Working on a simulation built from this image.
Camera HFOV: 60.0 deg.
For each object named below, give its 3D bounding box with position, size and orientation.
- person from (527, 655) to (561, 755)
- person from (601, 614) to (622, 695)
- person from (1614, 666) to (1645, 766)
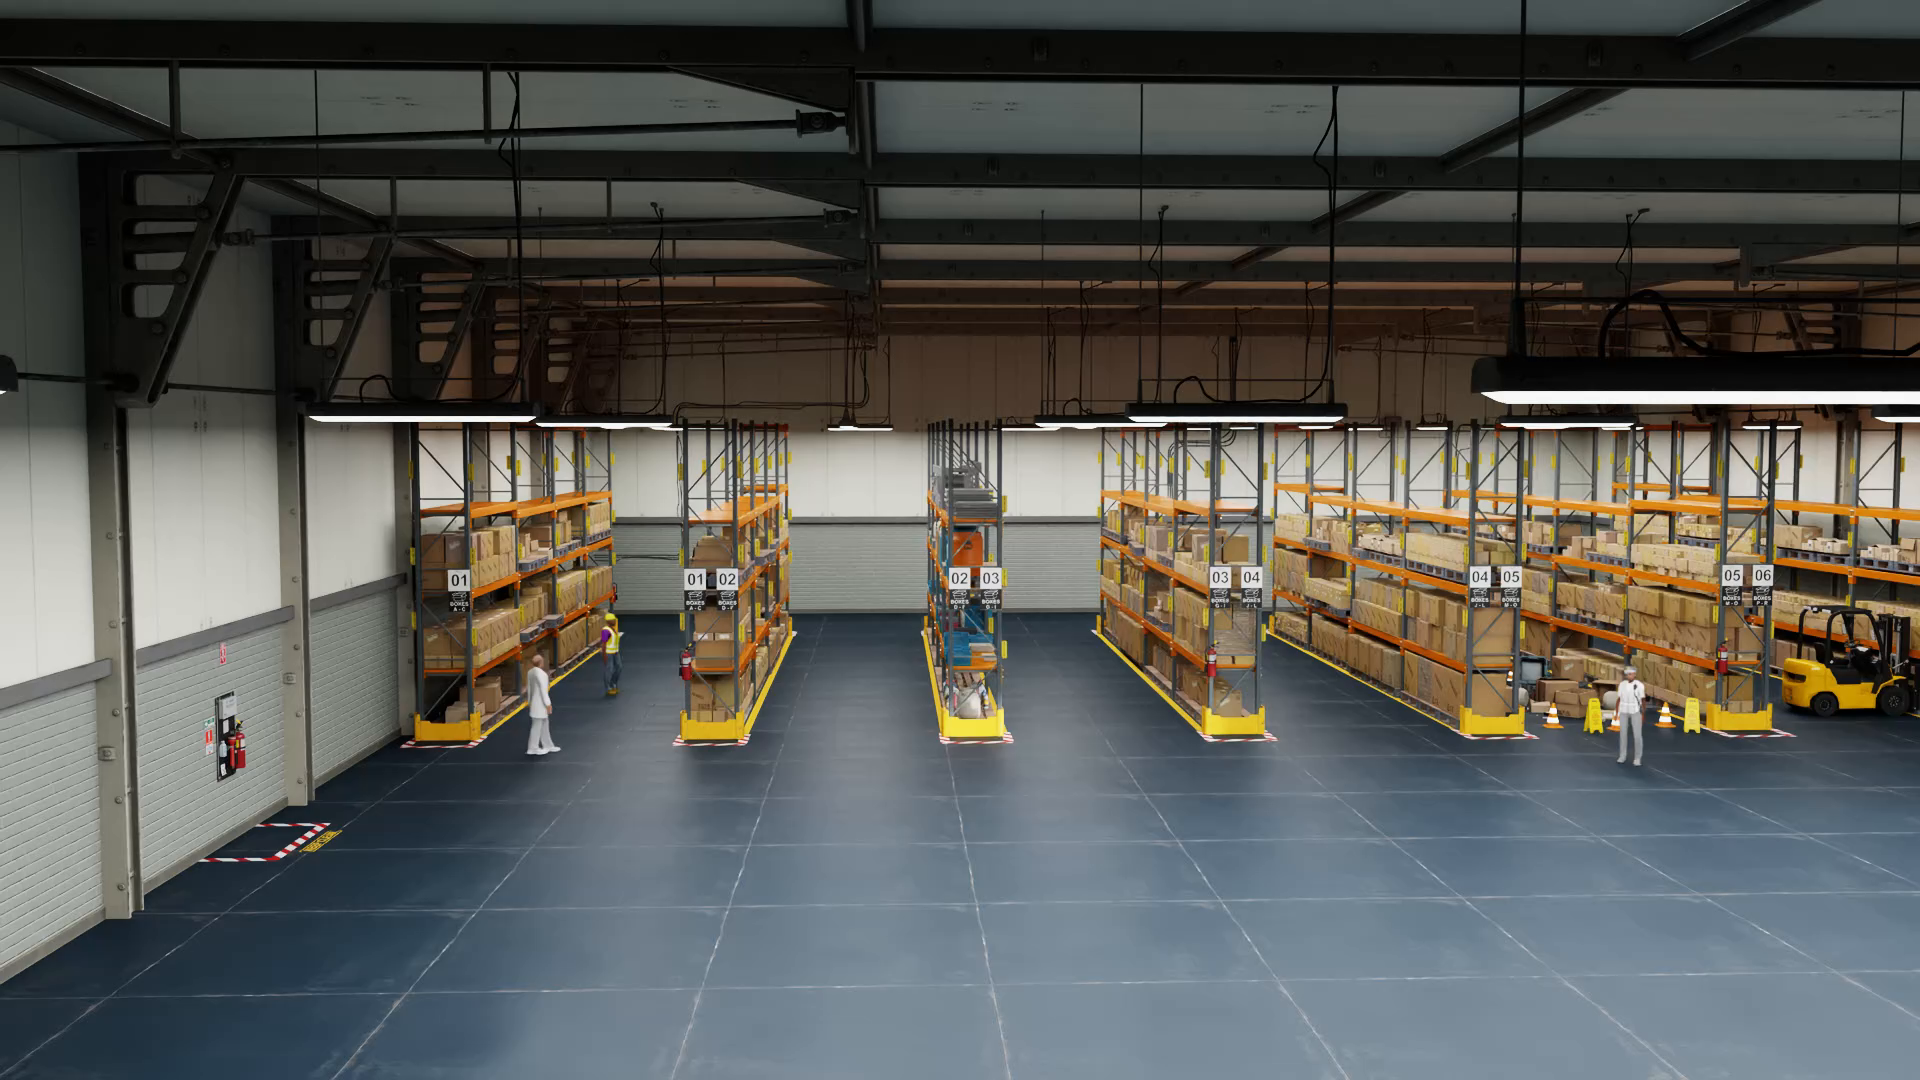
[{"bbox_3d":[-7.432,2.940,29.694,0.630,1.792,0.617,-1,4,-20],"label":"person"},{"bbox_3d":[-7.678,2.518,36.607,0.396,1.800,0.671,1,4,18],"label":"person"},{"bbox_3d":[11.633,3.035,28.891,0.478,1.705,0.374,3,5,39],"label":"person"}]
